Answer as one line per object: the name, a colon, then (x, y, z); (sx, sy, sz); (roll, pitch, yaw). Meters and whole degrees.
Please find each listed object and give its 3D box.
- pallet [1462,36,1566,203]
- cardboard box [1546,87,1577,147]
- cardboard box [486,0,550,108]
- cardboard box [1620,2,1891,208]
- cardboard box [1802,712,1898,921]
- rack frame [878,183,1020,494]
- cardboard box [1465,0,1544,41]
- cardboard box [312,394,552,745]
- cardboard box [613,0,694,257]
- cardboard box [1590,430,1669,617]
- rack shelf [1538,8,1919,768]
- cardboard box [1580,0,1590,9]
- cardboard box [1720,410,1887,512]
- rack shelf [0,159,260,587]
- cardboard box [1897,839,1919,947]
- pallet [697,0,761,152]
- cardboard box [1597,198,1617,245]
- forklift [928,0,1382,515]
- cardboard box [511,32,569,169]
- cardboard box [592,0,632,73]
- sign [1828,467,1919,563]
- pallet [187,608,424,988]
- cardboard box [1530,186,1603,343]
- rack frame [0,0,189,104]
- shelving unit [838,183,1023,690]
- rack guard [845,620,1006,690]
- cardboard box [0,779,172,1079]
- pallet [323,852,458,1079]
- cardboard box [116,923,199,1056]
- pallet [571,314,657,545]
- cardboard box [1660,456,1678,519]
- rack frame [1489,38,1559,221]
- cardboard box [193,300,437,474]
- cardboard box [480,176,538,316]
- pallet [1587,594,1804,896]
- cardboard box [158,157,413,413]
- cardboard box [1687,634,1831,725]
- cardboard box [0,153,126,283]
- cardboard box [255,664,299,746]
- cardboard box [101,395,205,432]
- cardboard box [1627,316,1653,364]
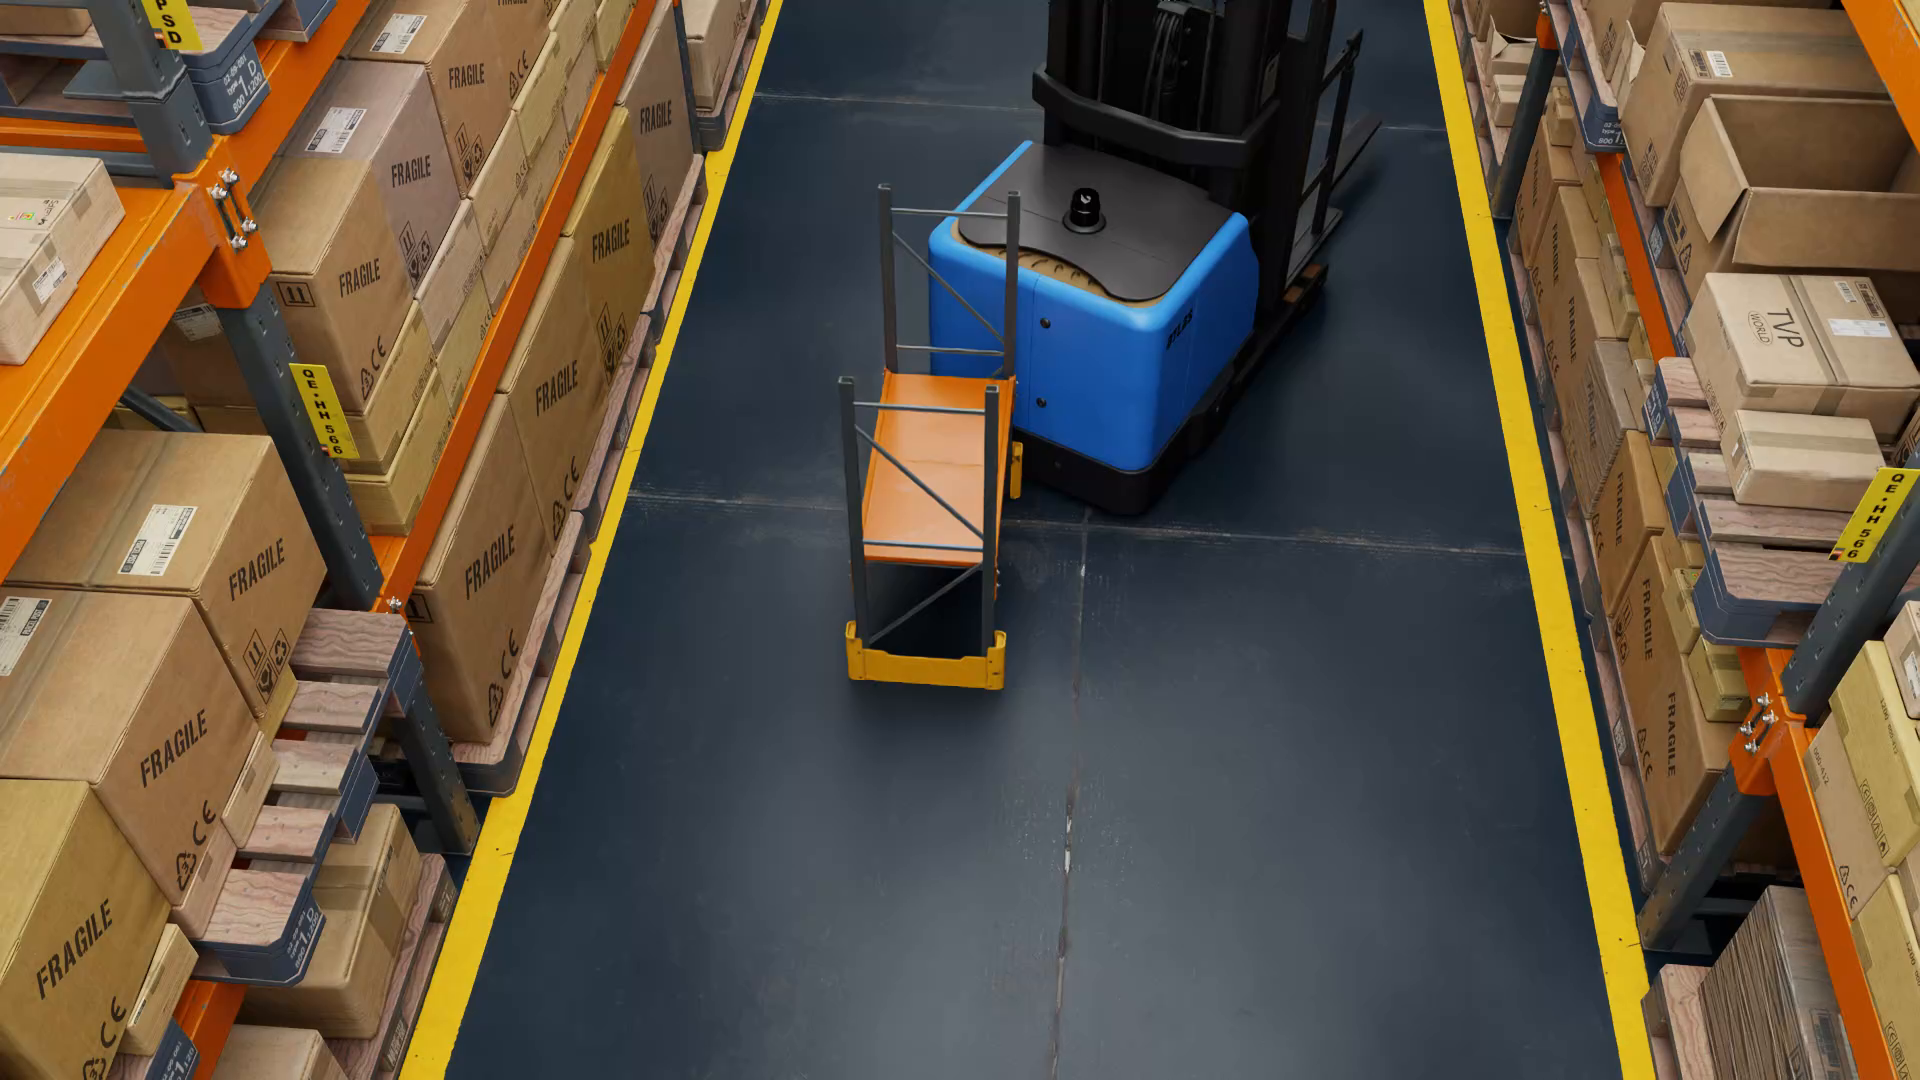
pallet: (3.191, -2.166, 8.588); (1.003, 0.211, 1.213); (4, 48, 4)
cardboard box: (2.829, -1.874, 7.401); (0.380, 0.149, 0.250); (6, 48, 5)
cardboard box: (-1.745, -1.826, 5.642); (0.500, 0.500, 0.500); (5, 48, 4)
cardboard box: (2.741, -1.480, 5.719); (0.700, 0.500, 0.500); (4, 48, 3)
cardboard box: (2.479, 0.697, 4.181); (0.500, 0.250, 0.500); (4, 48, 4)
rack frame: (-0.038, -0.725, 6.397); (0.500, 1.500, 0.032); (4, 48, 3)
cardboard box: (3.130, -3.009, 8.878); (0.700, 0.500, 0.500); (2, 48, 2)
cardboard box: (-2.035, 0.079, 5.800); (0.875, 0.875, 0.875); (3, 48, 3)
cardboard box: (-1.793, -1.897, 7.608); (0.875, 0.875, 0.875); (5, 48, 5)
cardboard box: (2.688, -0.038, 6.162); (0.500, 0.500, 0.500); (6, 48, 5)
rack shelf: (2.945, -0.890, 6.019); (1.077, 0.370, 4.000); (4, 48, 4)
cardboard box: (2.860, -2.438, 6.594); (0.700, 0.500, 0.500); (5, 48, 5)
cardboard box: (2.440, -0.229, 4.812); (0.380, 0.149, 0.250); (5, 48, 4)
rack shelf: (-2.363, 0.706, 2.526); (1.077, 0.370, 4.000); (4, 48, 4)
cardboard box: (2.432, 0.896, 3.660); (0.500, 0.250, 0.500); (5, 48, 5)
pallet: (-1.669, -2.546, 8.936); (1.003, 0.211, 1.213); (4, 48, 4)
cardboard box: (2.858, -1.273, 6.852); (0.380, 0.149, 0.250); (3, 48, 3)
forklift: (1.059, -2.166, 6.745); (1.130, 2.935, 3.031); (24, 52, 21)
cardboard box: (-1.724, -1.585, 5.930); (0.500, 0.250, 0.500); (5, 48, 4)
cardboard box: (-1.654, -2.162, 6.797); (0.500, 0.250, 0.500); (3, 48, 3)
sign: (2.221, -0.057, 4.038); (0.100, 0.325, 0.005); (4, 48, 4)
pallet: (-2.140, 0.601, 4.297); (1.213, 0.211, 1.003); (4, 48, 4)
cardboard box: (2.820, -1.168, 7.195); (0.500, 0.500, 0.500); (3, 48, 3)
rack frame: (-2.181, -2.019, 2.498); (1.000, 3.000, 0.127); (4, 48, 4)
shelving unit: (-0.082, -0.358, 6.061); (0.587, 1.500, 1.083); (4, 48, 3)
rack guard: (-0.126, 0.430, 6.187); (0.587, 0.250, 0.087); (4, 48, 3)
cardboard box: (-2.027, 0.834, 3.400); (0.500, 0.500, 0.500); (1, 48, 1)
pallet: (-2.254, 1.521, 5.216); (1.003, 0.211, 1.213); (4, 48, 4)
cardboard box: (-1.949, 0.983, 3.704); (0.380, 0.149, 0.250); (5, 48, 4)
pallet: (-1.920, -0.522, 7.084); (1.003, 0.211, 1.213); (4, 48, 4)
cardboard box: (2.686, -0.144, 5.819); (0.380, 0.149, 0.250); (5, 48, 5)
rack frame: (3.127, -2.603, 7.098); (1.000, 3.000, 0.127); (4, 48, 4)
cardboard box: (-1.889, -0.468, 4.908); (0.500, 0.250, 0.500); (4, 48, 3)
cardboard box: (-1.803, -1.050, 5.779); (0.500, 0.250, 0.500); (5, 48, 5)
pallet: (2.868, 0.732, 5.938); (1.003, 0.211, 1.213); (4, 48, 4)
cardboard box: (-1.892, -0.711, 4.623); (0.500, 0.500, 0.500); (2, 48, 2)
cardboard box: (2.555, 0.440, 5.285); (0.380, 0.149, 0.250); (2, 48, 2)
cardboard box: (-2.001, -0.676, 3.473); (0.380, 0.149, 0.250); (4, 48, 4)
cardboard box: (-1.929, 0.407, 4.230); (0.380, 0.149, 0.250); (5, 48, 4)
cardboard box: (-2.390, -0.485, 4.924); (0.500, 0.250, 0.500); (4, 48, 3)
cardboard box: (2.777, -0.710, 6.336); (0.380, 0.149, 0.250); (4, 48, 4)
